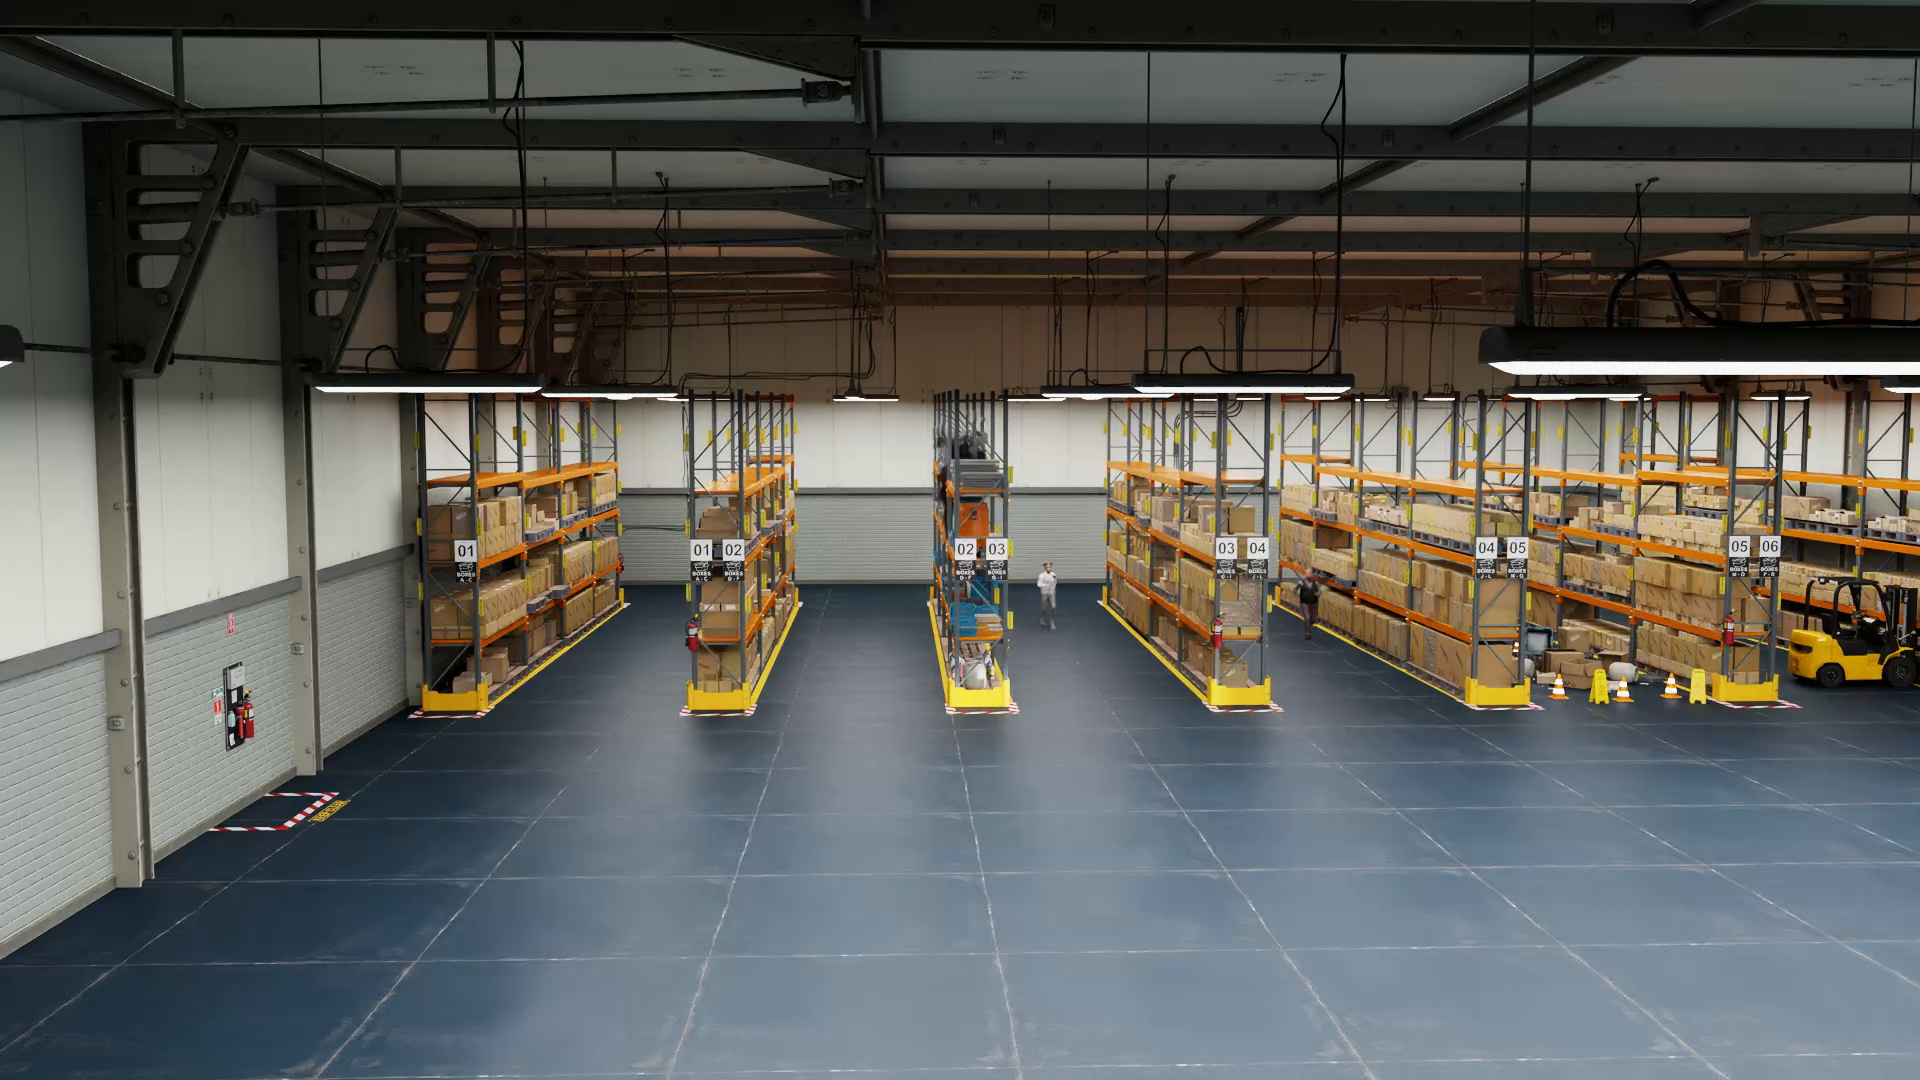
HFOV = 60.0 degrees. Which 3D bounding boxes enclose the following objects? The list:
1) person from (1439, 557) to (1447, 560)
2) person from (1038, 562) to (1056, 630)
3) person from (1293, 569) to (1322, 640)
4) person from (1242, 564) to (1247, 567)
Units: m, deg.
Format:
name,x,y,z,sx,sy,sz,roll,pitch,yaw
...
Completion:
name,x,y,z,sx,sy,sz,roll,pitch,yaw
person,14.369,0.896,49.376,0.516,1.611,0.644,2,5,21
person,2.238,1.419,42.532,0.557,1.725,0.816,-1,5,-11
person,8.489,1.565,40.574,0.668,1.697,0.882,0,5,-5
person,7.866,1.046,46.758,0.727,1.780,0.821,1,5,6
